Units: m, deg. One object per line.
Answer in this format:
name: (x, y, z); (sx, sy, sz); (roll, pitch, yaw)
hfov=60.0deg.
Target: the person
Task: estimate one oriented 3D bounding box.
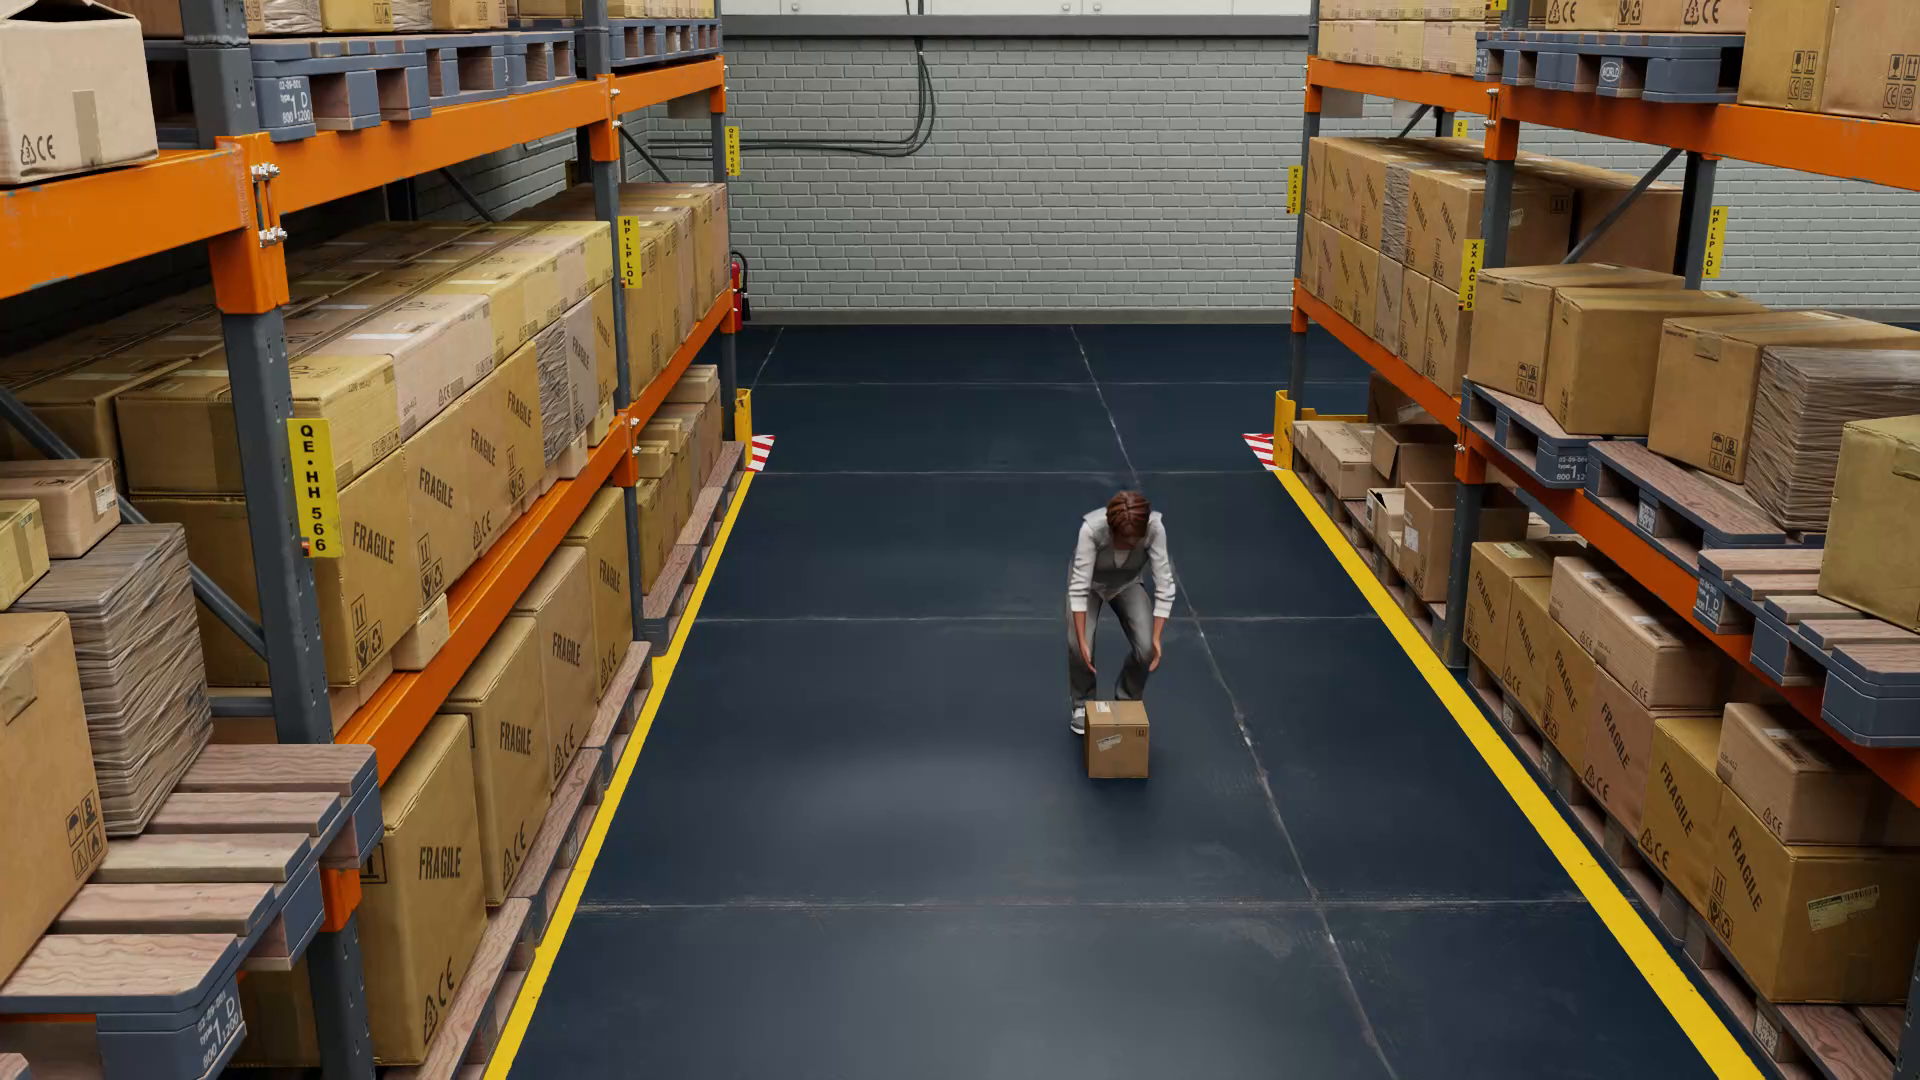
person: (0.696, 0.350, 7.350); (0.461, 1.063, 0.701); (0, 17, -1)
